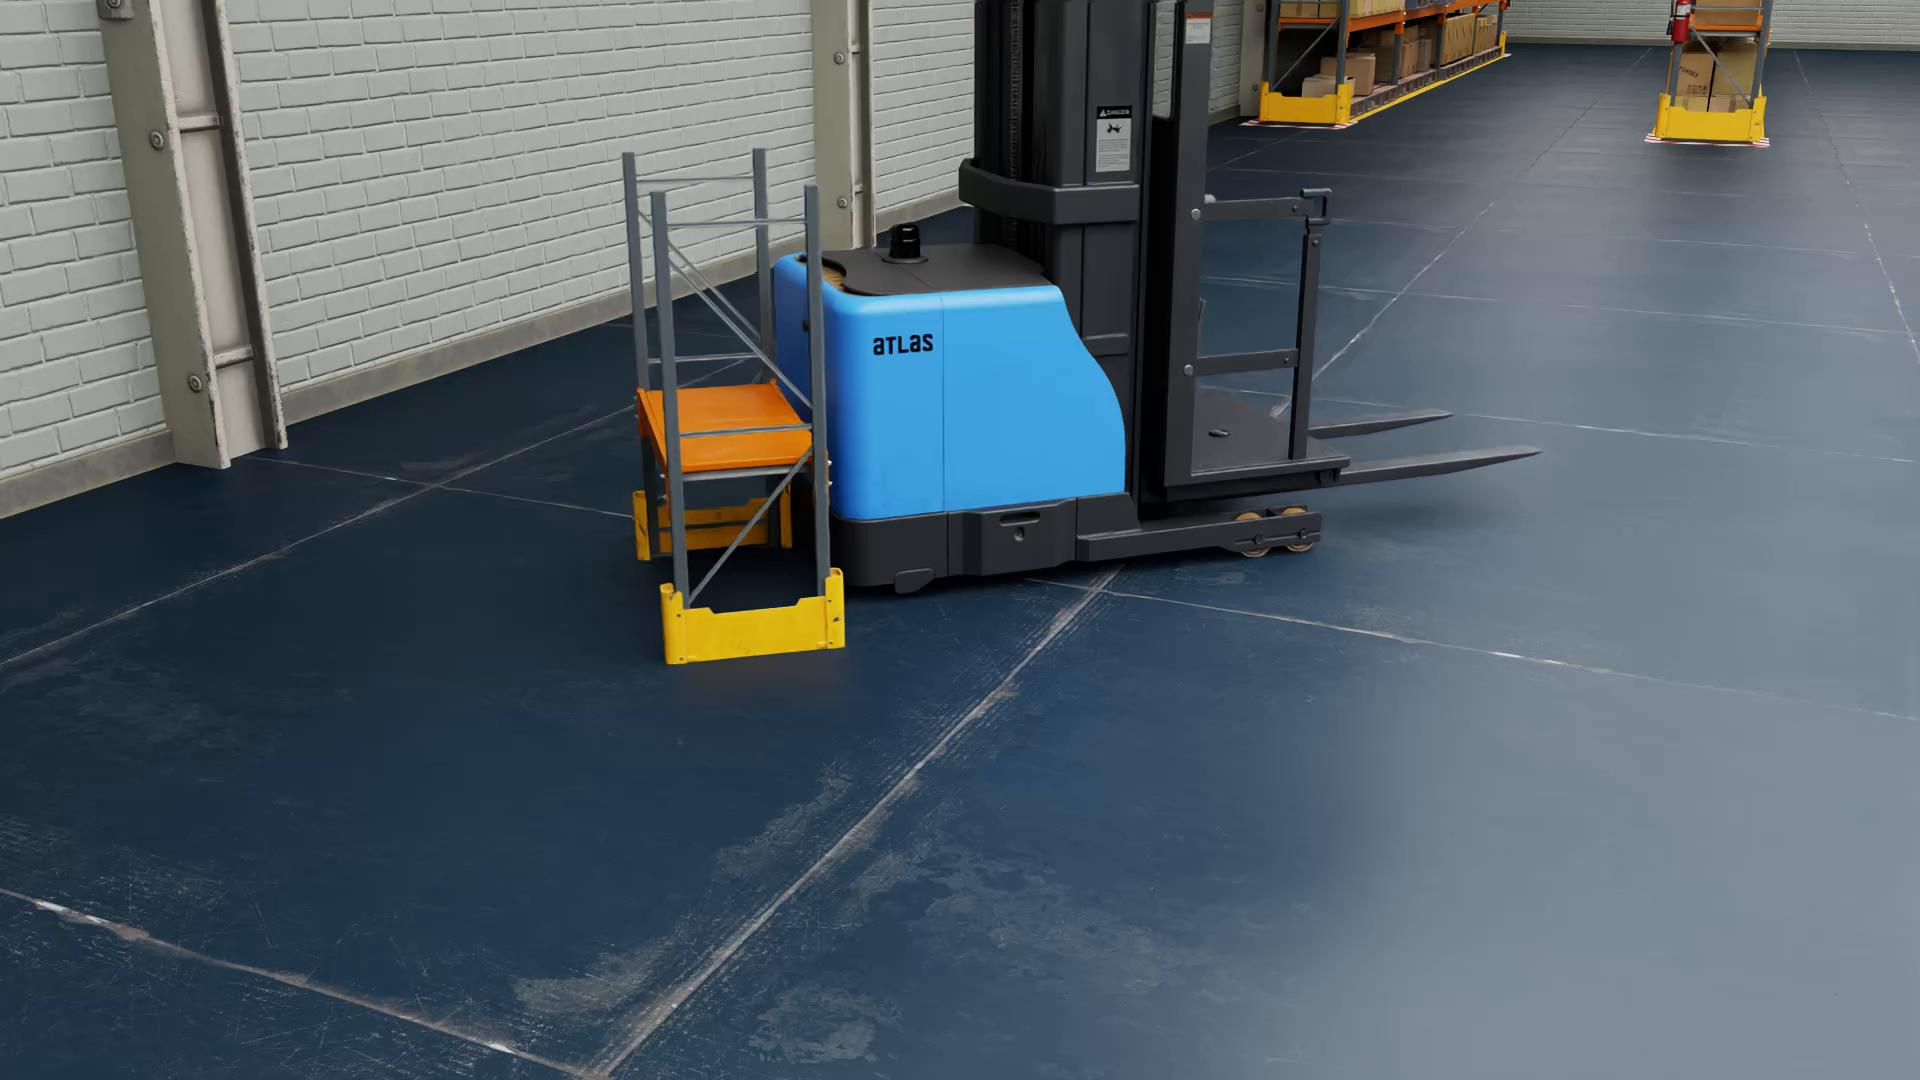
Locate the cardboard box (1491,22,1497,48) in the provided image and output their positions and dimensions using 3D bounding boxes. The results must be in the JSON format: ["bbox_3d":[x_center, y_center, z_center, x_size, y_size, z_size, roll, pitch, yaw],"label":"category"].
[{"bbox_3d":[10.908,-10.661,35.073,0.700,0.500,0.500,9,21,23],"label":"cardboard box"}]

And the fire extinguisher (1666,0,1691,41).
[{"bbox_3d":[8.600,-6.290,19.794,0.296,0.674,0.183,9,21,23],"label":"fire extinguisher"}]

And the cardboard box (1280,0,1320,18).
[{"bbox_3d":[4.566,-7.086,22.110,0.500,0.250,0.500,9,21,23],"label":"cardboard box"}]

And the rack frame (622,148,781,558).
[{"bbox_3d":[-0.935,-0.665,6.099,0.500,1.500,0.032,-5,20,-14],"label":"rack frame"}]

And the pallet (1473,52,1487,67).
[{"bbox_3d":[9.848,-9.554,33.017,1.003,0.211,1.213,9,21,23],"label":"pallet"}]

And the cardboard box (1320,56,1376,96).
[{"bbox_3d":[5.496,-6.598,23.618,0.700,0.500,0.500,7,21,19],"label":"cardboard box"}]

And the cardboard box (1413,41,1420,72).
[{"bbox_3d":[7.263,-8.084,27.796,0.700,0.500,0.500,9,21,23],"label":"cardboard box"}]

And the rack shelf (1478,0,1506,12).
[{"bbox_3d":[10.285,-10.918,33.766,1.077,0.370,4.000,9,21,23],"label":"rack shelf"}]

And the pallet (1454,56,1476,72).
[{"bbox_3d":[9.218,-9.086,31.701,1.003,0.211,1.213,9,21,23],"label":"pallet"}]

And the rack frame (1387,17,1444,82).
[{"bbox_3d":[7.828,-9.423,28.488,1.000,3.000,0.127,9,21,23],"label":"rack frame"}]

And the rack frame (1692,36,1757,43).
[{"bbox_3d":[12.348,-8.744,26.580,1.000,3.000,0.127,9,21,23],"label":"rack frame"}]

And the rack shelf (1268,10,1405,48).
[{"bbox_3d":[5.371,-7.250,23.451,1.077,0.370,4.000,9,21,23],"label":"rack shelf"}]

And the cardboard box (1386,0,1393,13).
[{"bbox_3d":[5.869,-7.645,23.684,0.500,0.250,0.500,8,21,22],"label":"cardboard box"}]

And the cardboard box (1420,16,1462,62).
[{"bbox_3d":[8.613,-9.082,30.110,0.750,0.750,0.750,8,21,22],"label":"cardboard box"}]

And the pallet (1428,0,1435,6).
[{"bbox_3d":[7.054,-8.722,26.803,1.003,0.211,1.213,9,21,23],"label":"pallet"}]

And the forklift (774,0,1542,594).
[{"bbox_3d":[0.854,-1.474,6.238,3.031,2.935,1.130,-7,21,-18],"label":"forklift"}]

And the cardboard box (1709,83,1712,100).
[{"bbox_3d":[10.035,-6.172,22.823,0.500,0.250,0.500,9,21,23],"label":"cardboard box"}]

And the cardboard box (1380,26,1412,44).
[{"bbox_3d":[7.084,-8.255,27.159,0.500,0.250,0.500,8,21,22],"label":"cardboard box"}]

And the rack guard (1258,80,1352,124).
[{"bbox_3d":[4.583,-5.823,22.096,1.175,0.500,0.348,9,21,23],"label":"rack guard"}]

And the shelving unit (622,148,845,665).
[{"bbox_3d":[-0.802,-0.503,5.646,0.587,1.500,1.083,-5,20,-14],"label":"shelving unit"}]

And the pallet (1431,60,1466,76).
[{"bbox_3d":[8.720,-8.711,30.649,1.003,0.211,1.213,9,21,23],"label":"pallet"}]

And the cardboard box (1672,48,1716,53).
[{"bbox_3d":[9.417,-6.067,21.409,0.500,0.500,0.500,9,21,23],"label":"cardboard box"}]

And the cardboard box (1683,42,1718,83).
[{"bbox_3d":[10.037,-6.524,22.696,0.500,0.500,0.500,9,21,23],"label":"cardboard box"}]

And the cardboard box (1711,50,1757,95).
[{"bbox_3d":[9.698,-5.841,20.774,0.500,0.500,0.500,9,21,23],"label":"cardboard box"}]

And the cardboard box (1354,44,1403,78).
[{"bbox_3d":[6.642,-7.622,26.498,0.700,0.500,0.500,8,21,22],"label":"cardboard box"}]

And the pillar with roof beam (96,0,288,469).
[{"bbox_3d":[0.606,-4.043,4.409,9.100,9.000,0.400,9,21,23],"label":"pillar with roof beam"}]

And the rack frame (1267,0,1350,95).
[{"bbox_3d":[4.552,-6.977,21.612,1.000,3.000,0.127,9,21,23],"label":"rack frame"}]

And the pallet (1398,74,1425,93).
[{"bbox_3d":[7.005,-7.499,27.239,1.003,0.211,1.213,9,21,23],"label":"pallet"}]

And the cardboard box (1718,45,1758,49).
[{"bbox_3d":[10.303,-6.301,22.067,0.500,0.500,0.500,9,21,23],"label":"cardboard box"}]

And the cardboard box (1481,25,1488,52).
[{"bbox_3d":[10.286,-10.190,33.749,0.700,0.500,0.500,9,22,24],"label":"cardboard box"}]

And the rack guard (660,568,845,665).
[{"bbox_3d":[-0.670,0.246,5.403,0.587,0.250,0.087,-5,20,-14],"label":"rack guard"}]

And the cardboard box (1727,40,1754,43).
[{"bbox_3d":[13.005,-8.035,27.658,0.500,0.500,0.500,8,21,21],"label":"cardboard box"}]

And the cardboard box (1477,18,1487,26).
[{"bbox_3d":[10.386,-10.425,33.442,0.380,0.149,0.250,8,21,21],"label":"cardboard box"}]

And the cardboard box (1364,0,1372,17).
[{"bbox_3d":[5.241,-7.182,22.382,0.500,0.250,0.500,8,21,21],"label":"cardboard box"}]
